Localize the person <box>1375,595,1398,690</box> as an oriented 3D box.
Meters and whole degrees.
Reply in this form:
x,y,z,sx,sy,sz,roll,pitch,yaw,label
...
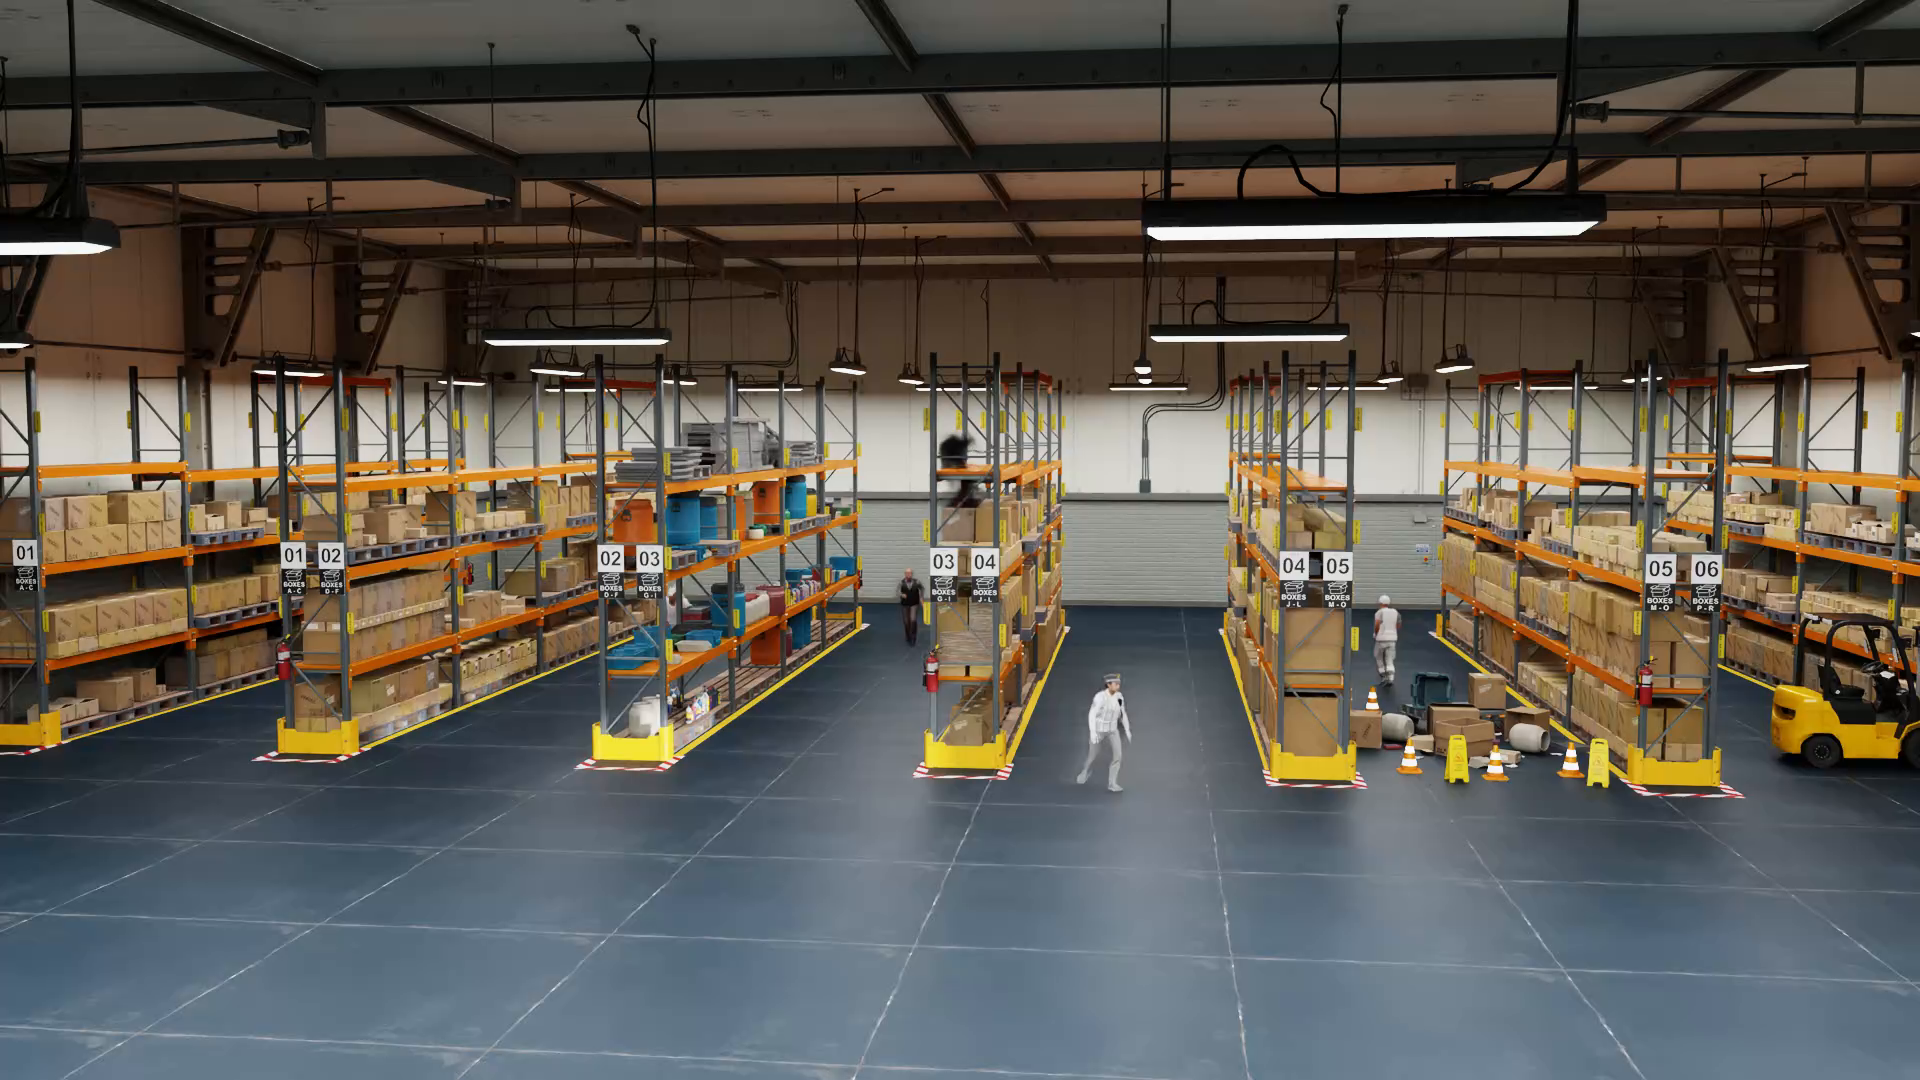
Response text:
x,y,z,sx,sy,sz,roll,pitch,yaw,label
7.990,1.918,31.069,0.417,1.753,0.859,0,4,-5,person

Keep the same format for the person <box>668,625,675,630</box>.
x,y,z,sx,sy,sz,roll,pitch,yaw,label
-5.902,2.028,34.745,0.430,0.910,0.626,-1,4,-14,person

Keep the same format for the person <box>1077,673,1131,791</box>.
x,y,z,sx,sy,sz,roll,pitch,yaw,label
1.974,2.591,22.797,0.655,1.606,0.799,-2,5,-27,person

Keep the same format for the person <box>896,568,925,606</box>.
x,y,z,sx,sy,sz,roll,pitch,yaw,label
-1.134,1.077,37.238,0.618,0.872,0.693,0,4,6,person
